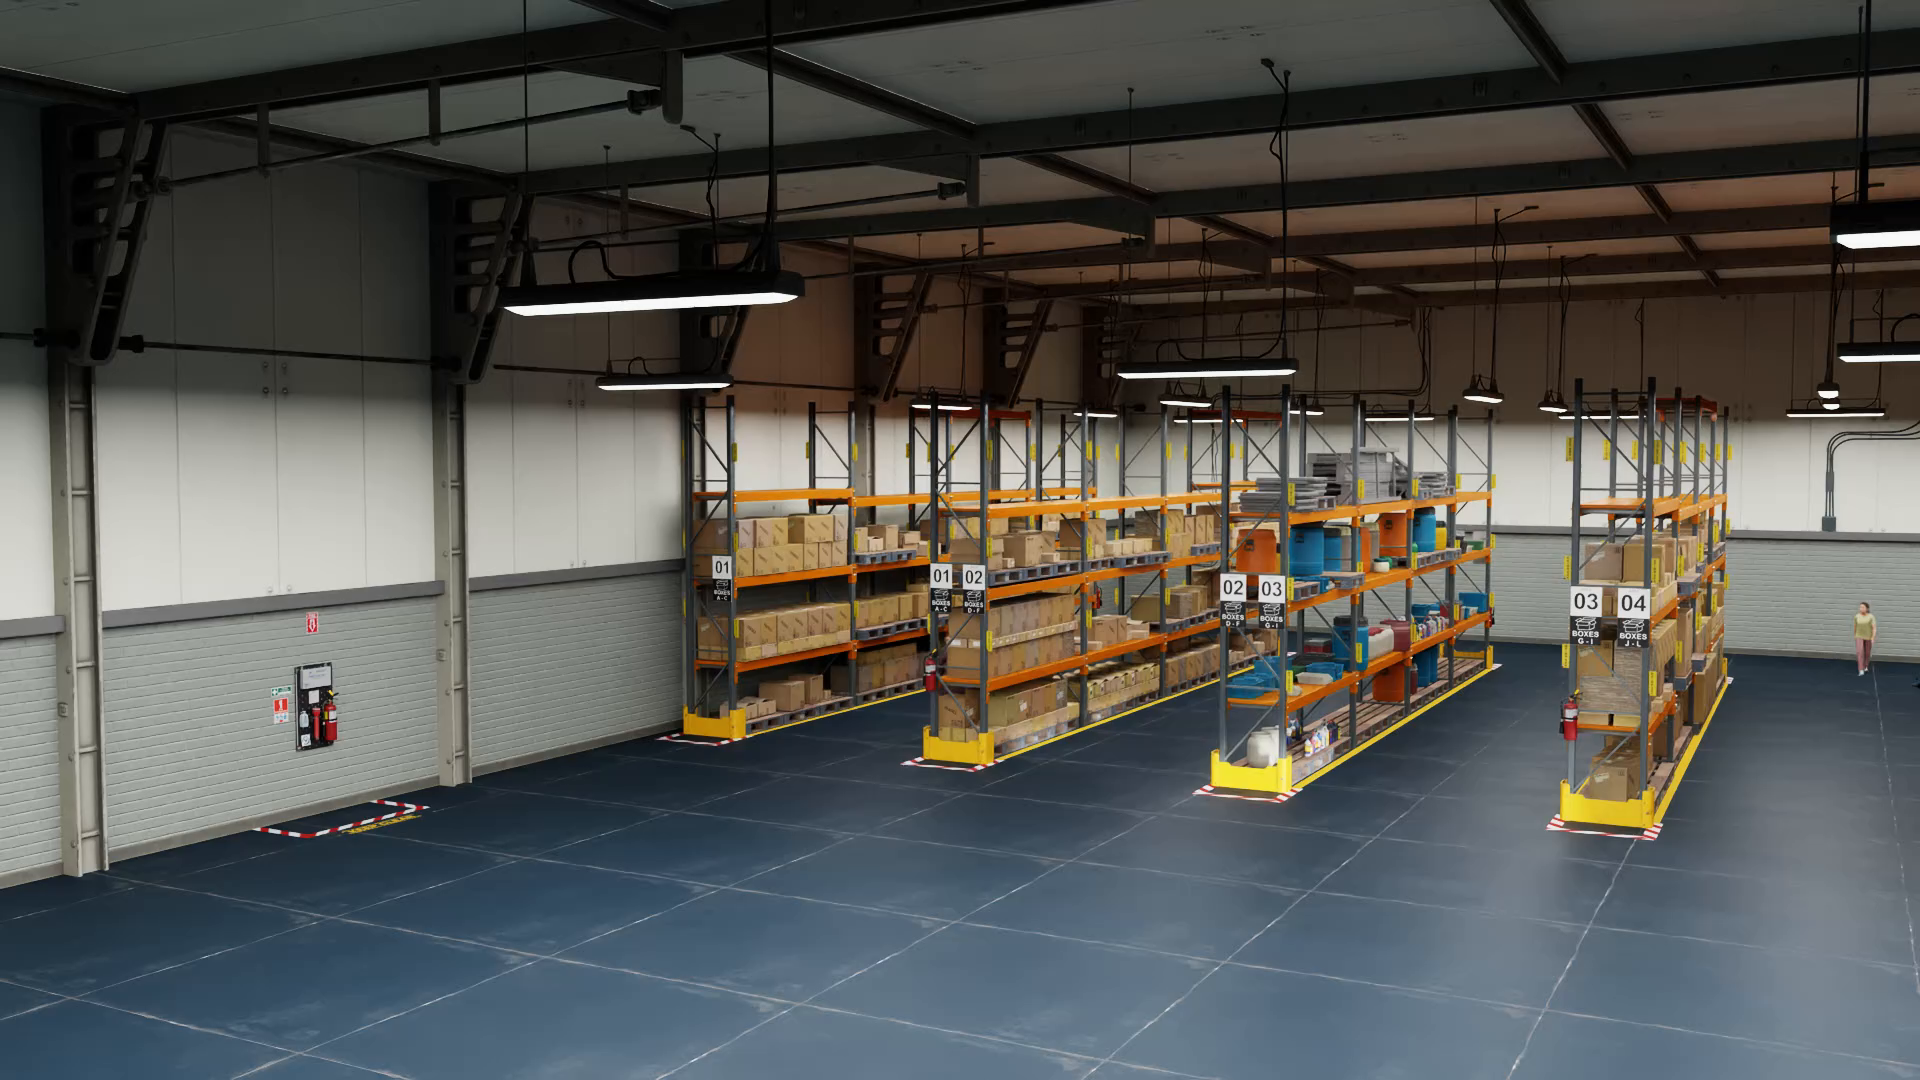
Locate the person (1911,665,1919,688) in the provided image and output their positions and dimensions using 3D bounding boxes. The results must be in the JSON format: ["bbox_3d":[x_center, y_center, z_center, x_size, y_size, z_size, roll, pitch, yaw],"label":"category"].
[{"bbox_3d":[20.675,2.302,35.262,0.945,1.686,0.542,1,3,13],"label":"person"}]

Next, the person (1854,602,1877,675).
[{"bbox_3d":[20.370,2.210,37.412,0.430,1.609,1.058,1,3,25],"label":"person"}]

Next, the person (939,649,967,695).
[{"bbox_3d":[-0.058,2.579,30.233,0.673,1.675,0.819,2,3,28],"label":"person"}]
